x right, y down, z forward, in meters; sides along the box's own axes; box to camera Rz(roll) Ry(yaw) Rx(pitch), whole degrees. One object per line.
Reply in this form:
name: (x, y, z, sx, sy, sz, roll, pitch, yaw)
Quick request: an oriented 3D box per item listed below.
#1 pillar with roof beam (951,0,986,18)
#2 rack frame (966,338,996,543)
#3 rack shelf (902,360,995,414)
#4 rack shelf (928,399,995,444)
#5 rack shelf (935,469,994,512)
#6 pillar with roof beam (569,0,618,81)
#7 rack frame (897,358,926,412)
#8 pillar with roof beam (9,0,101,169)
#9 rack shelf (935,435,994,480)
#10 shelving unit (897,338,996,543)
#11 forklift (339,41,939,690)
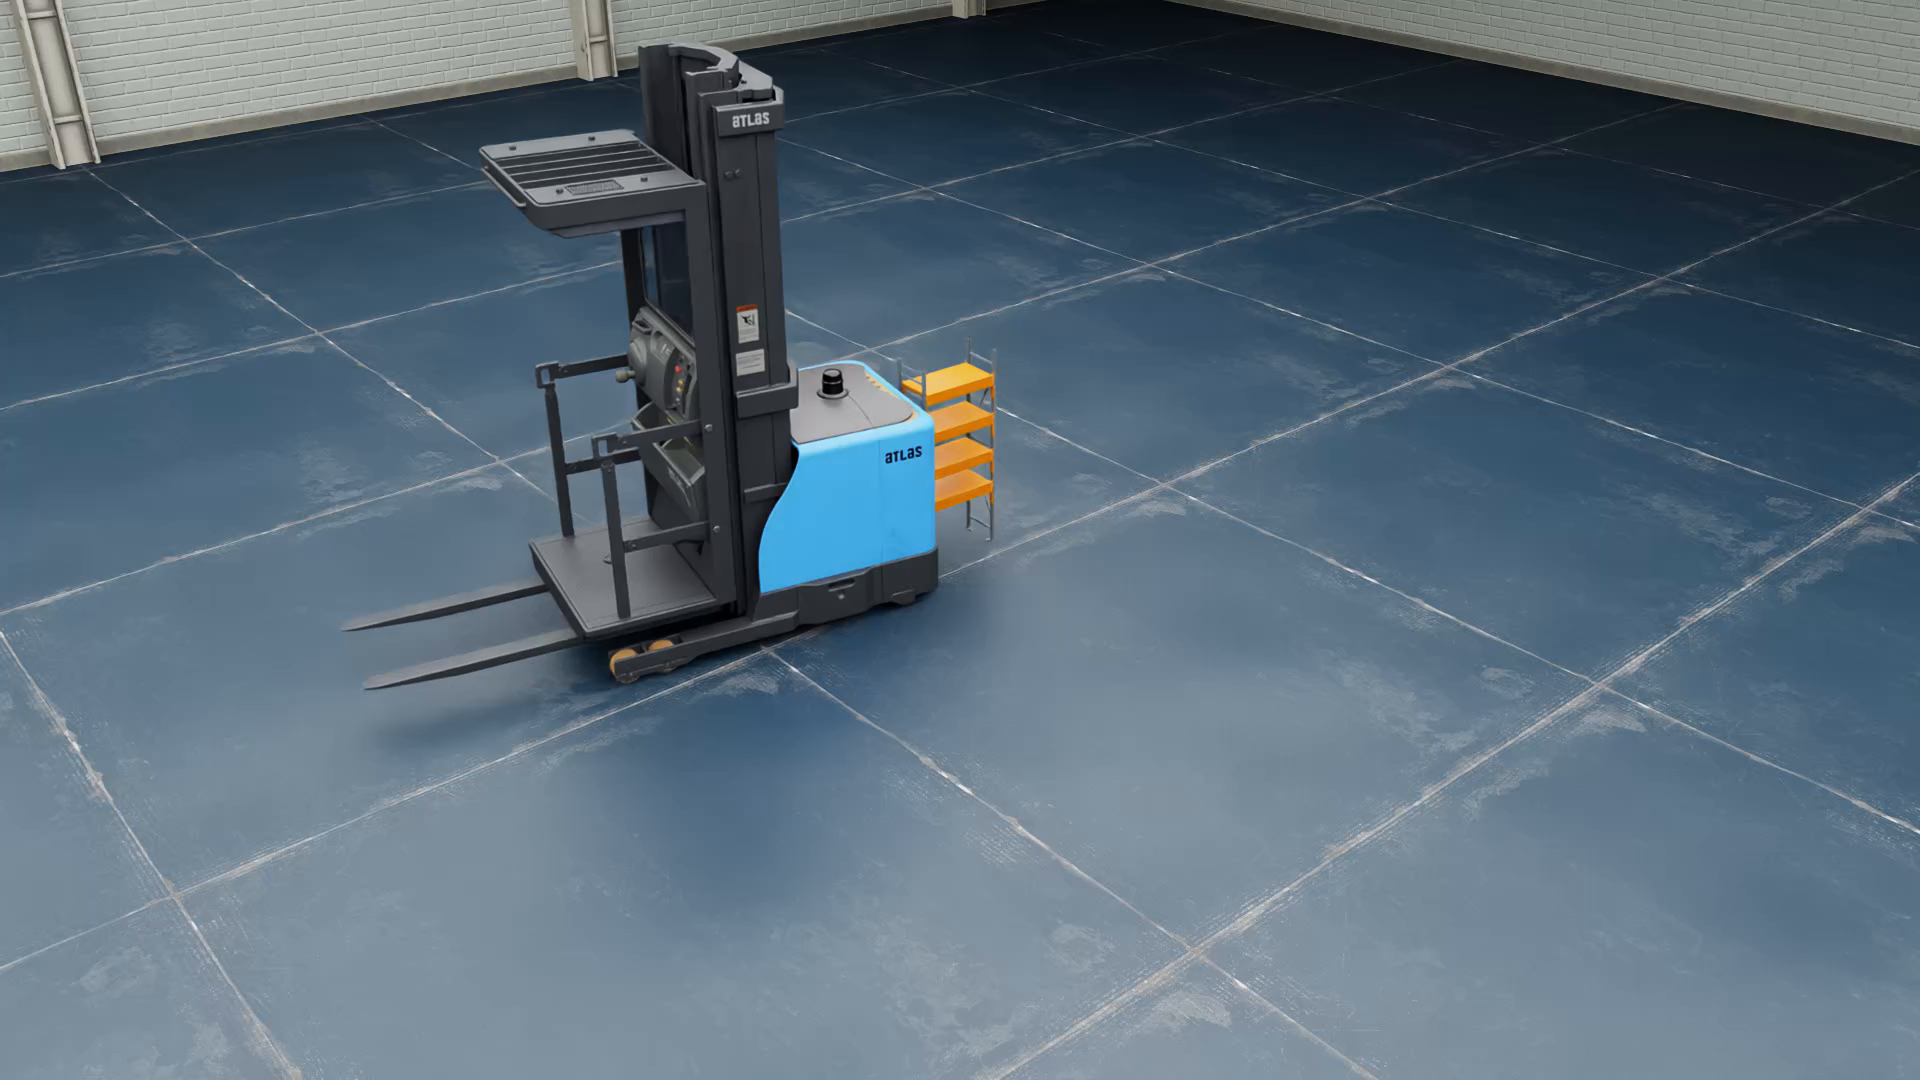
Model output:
pillar with roof beam: (2.918, -9.941, 18.804, 0.400, 9.000, 9.100, -22, 35, -35)
rack frame: (0.119, -0.560, 9.524, 0.015, 1.200, 0.240, -21, 34, -33)
rack shelf: (-0.072, -0.834, 9.205, 0.480, 0.148, 0.258, -21, 34, -33)
rack shelf: (-0.072, -0.626, 9.316, 0.480, 0.148, 0.258, -21, 34, -33)
rack shelf: (-0.072, -0.253, 9.515, 0.480, 0.148, 0.258, -21, 34, -33)
pillar with roof beam: (-1.647, -8.106, 15.370, 0.400, 9.000, 9.100, -22, 35, -35)
rack frame: (-0.262, -0.416, 9.255, 0.015, 1.200, 0.240, -21, 34, -33)
pillar with roof beam: (-6.211, -6.270, 11.935, 0.400, 9.000, 9.100, -22, 35, -35)
rack shelf: (-0.072, -0.428, 9.421, 0.480, 0.148, 0.258, -21, 34, -33)
shelving unit: (-0.072, -0.488, 9.390, 0.503, 1.200, 0.258, -21, 34, -33)
forklift: (-1.665, -0.856, 8.242, 3.031, 2.935, 1.130, -14, 31, -24)
